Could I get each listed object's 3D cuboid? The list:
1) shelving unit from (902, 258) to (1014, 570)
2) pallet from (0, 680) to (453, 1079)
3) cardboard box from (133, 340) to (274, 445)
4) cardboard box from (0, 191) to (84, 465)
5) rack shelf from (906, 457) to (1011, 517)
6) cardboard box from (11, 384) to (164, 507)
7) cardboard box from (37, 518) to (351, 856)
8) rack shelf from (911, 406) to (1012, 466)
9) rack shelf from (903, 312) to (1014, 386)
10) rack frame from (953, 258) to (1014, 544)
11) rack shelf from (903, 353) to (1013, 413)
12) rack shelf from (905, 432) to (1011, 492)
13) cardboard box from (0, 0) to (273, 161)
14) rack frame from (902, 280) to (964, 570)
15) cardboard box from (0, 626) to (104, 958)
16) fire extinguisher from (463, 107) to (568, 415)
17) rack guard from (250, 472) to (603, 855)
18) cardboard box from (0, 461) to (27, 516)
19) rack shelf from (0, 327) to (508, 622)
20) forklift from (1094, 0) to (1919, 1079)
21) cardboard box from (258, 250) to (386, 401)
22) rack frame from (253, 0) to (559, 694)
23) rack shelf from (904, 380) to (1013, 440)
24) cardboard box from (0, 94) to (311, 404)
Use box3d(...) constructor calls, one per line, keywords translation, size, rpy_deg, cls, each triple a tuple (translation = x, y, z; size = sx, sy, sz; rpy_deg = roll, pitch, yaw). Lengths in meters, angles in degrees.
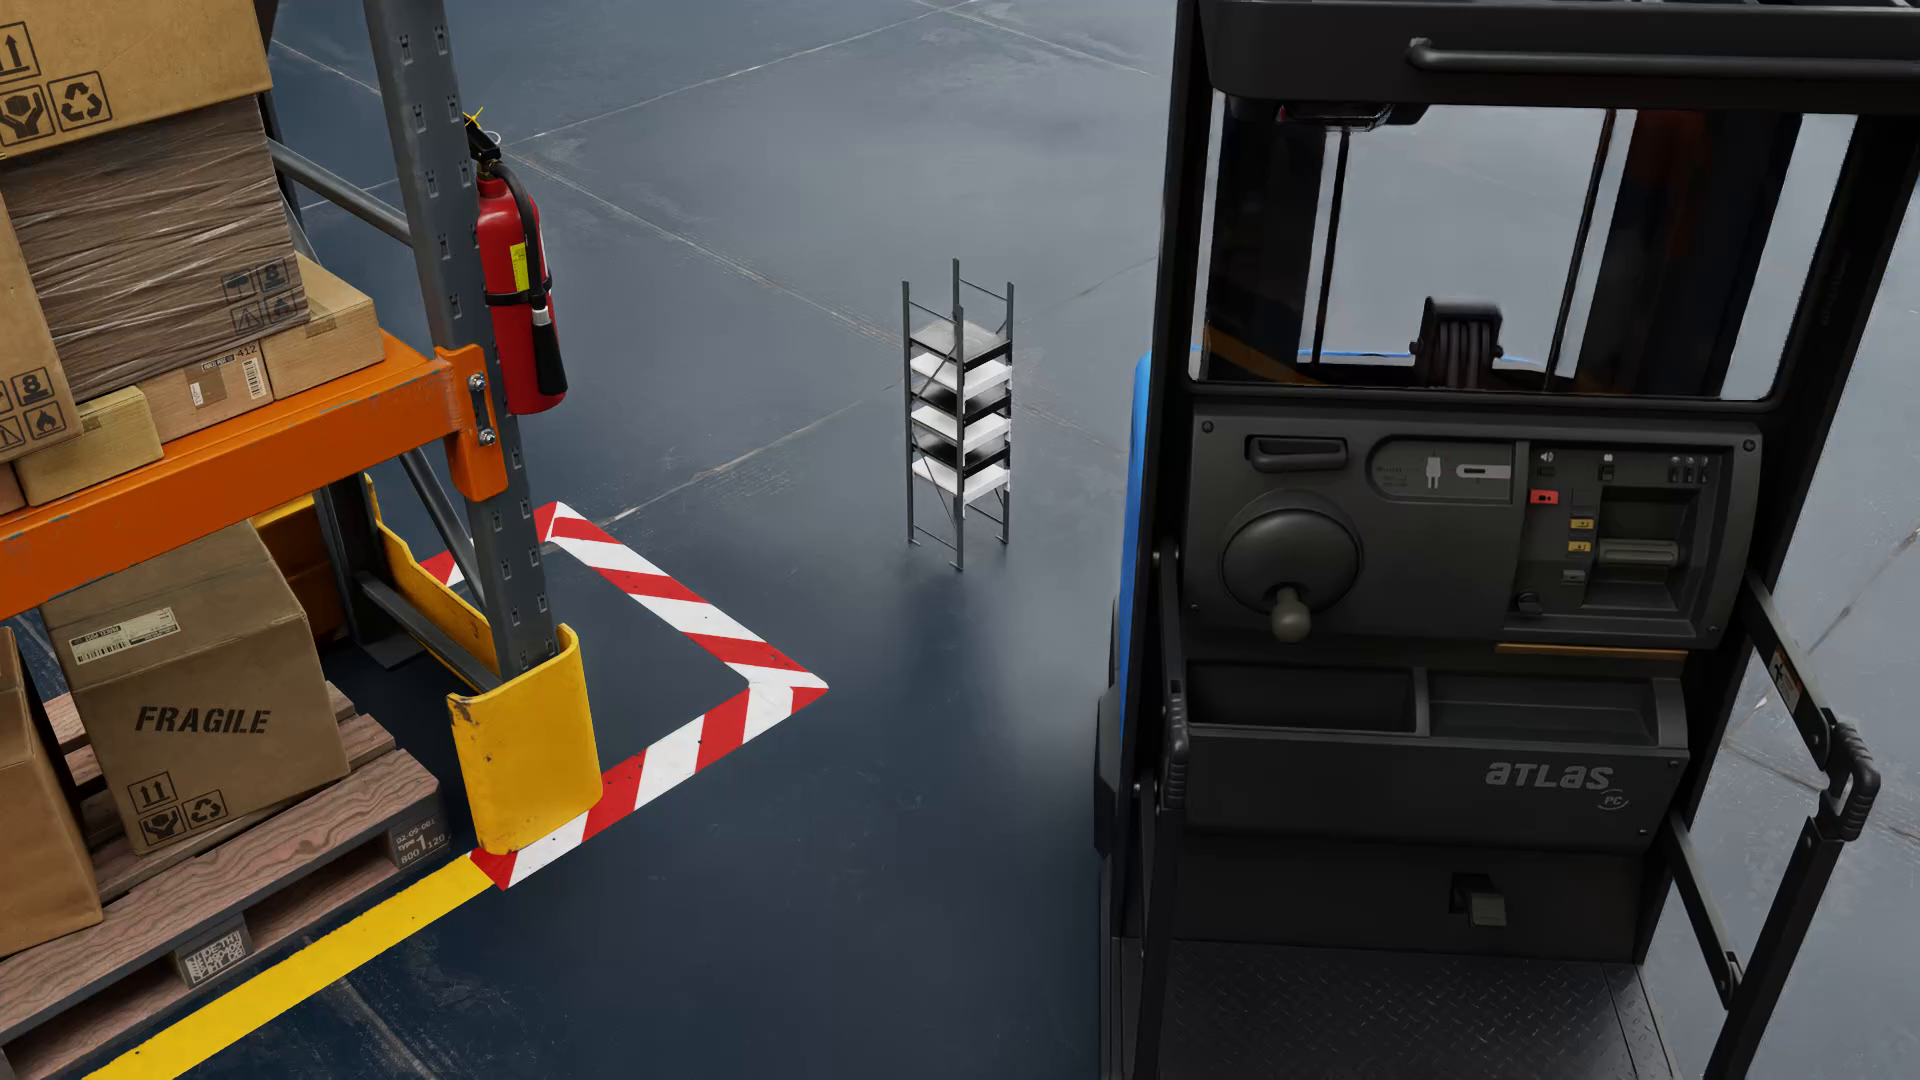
box3d(translation=(-0.006, -0.366, 4.988), size=(0.258, 0.900, 0.210), rpy_deg=(30, 45, 35), cls="shelving unit")
box3d(translation=(-2.030, 0.722, 4.030), size=(1.003, 0.211, 1.213), rpy_deg=(30, 45, 35), cls="pallet")
box3d(translation=(-1.610, -0.365, 3.371), size=(0.380, 0.149, 0.250), rpy_deg=(30, 45, 35), cls="cardboard box")
box3d(translation=(-2.053, -0.468, 2.951), size=(0.875, 0.500, 0.500), rpy_deg=(30, 45, 35), cls="cardboard box")
box3d(translation=(-0.006, -0.191, 5.110), size=(0.258, 0.077, 0.200), rpy_deg=(30, 45, 35), cls="rack shelf")
box3d(translation=(-1.750, -0.243, 3.195), size=(0.380, 0.149, 0.250), rpy_deg=(30, 45, 35), cls="cardboard box")
box3d(translation=(-1.831, 0.332, 3.970), size=(0.500, 0.500, 0.500), rpy_deg=(-21, 40, -28), cls="cardboard box")
box3d(translation=(-0.006, -0.338, 5.007), size=(0.258, 0.077, 0.200), rpy_deg=(30, 45, 35), cls="rack shelf")
box3d(translation=(-0.006, -0.560, 4.852), size=(0.258, 0.077, 0.200), rpy_deg=(30, 45, 35), cls="rack shelf")
box3d(translation=(0.066, -0.407, 5.047), size=(0.240, 0.900, 0.006), rpy_deg=(30, 45, 35), cls="rack frame")
box3d(translation=(-0.006, -0.486, 4.904), size=(0.258, 0.077, 0.200), rpy_deg=(30, 45, 35), cls="rack shelf")
box3d(translation=(-0.006, -0.265, 5.058), size=(0.258, 0.077, 0.200), rpy_deg=(30, 45, 35), cls="rack shelf")
box3d(translation=(-1.591, -1.018, 2.866), size=(0.500, 0.500, 0.500), rpy_deg=(30, 45, 35), cls="cardboard box")
box3d(translation=(-0.077, -0.325, 4.929), size=(0.240, 0.900, 0.006), rpy_deg=(30, 45, 35), cls="rack frame")
box3d(translation=(-2.228, 0.588, 3.602), size=(0.500, 0.500, 0.500), rpy_deg=(-18, 39, -24), cls="cardboard box")
box3d(translation=(-0.972, -0.597, 3.551), size=(0.296, 0.674, 0.183), rpy_deg=(30, 45, 35), cls="fire extinguisher")
box3d(translation=(-1.433, 0.288, 4.400), size=(1.175, 0.500, 0.348), rpy_deg=(30, 45, 35), cls="rack guard")
box3d(translation=(-1.937, -0.147, 3.059), size=(0.380, 0.149, 0.250), rpy_deg=(30, 45, 35), cls="cardboard box")
box3d(translation=(-2.788, 0.339, 2.771), size=(1.077, 0.370, 4.000), rpy_deg=(30, 45, 35), cls="rack shelf")
box3d(translation=(0.839, 0.050, 2.616), size=(1.130, 2.935, 3.031), rpy_deg=(2, 35, 3), cls="forklift")
box3d(translation=(-1.434, -0.466, 3.516), size=(0.380, 0.149, 0.250), rpy_deg=(30, 45, 35), cls="cardboard box")
box3d(translation=(-1.379, -0.768, 3.729), size=(1.000, 3.000, 0.127), rpy_deg=(30, 45, 35), cls="rack frame")
box3d(translation=(-0.006, -0.412, 4.955), size=(0.258, 0.077, 0.200), rpy_deg=(30, 45, 35), cls="rack shelf")
box3d(translation=(-1.786, -0.719, 3.311), size=(0.875, 0.500, 0.500), rpy_deg=(30, 45, 35), cls="cardboard box")
